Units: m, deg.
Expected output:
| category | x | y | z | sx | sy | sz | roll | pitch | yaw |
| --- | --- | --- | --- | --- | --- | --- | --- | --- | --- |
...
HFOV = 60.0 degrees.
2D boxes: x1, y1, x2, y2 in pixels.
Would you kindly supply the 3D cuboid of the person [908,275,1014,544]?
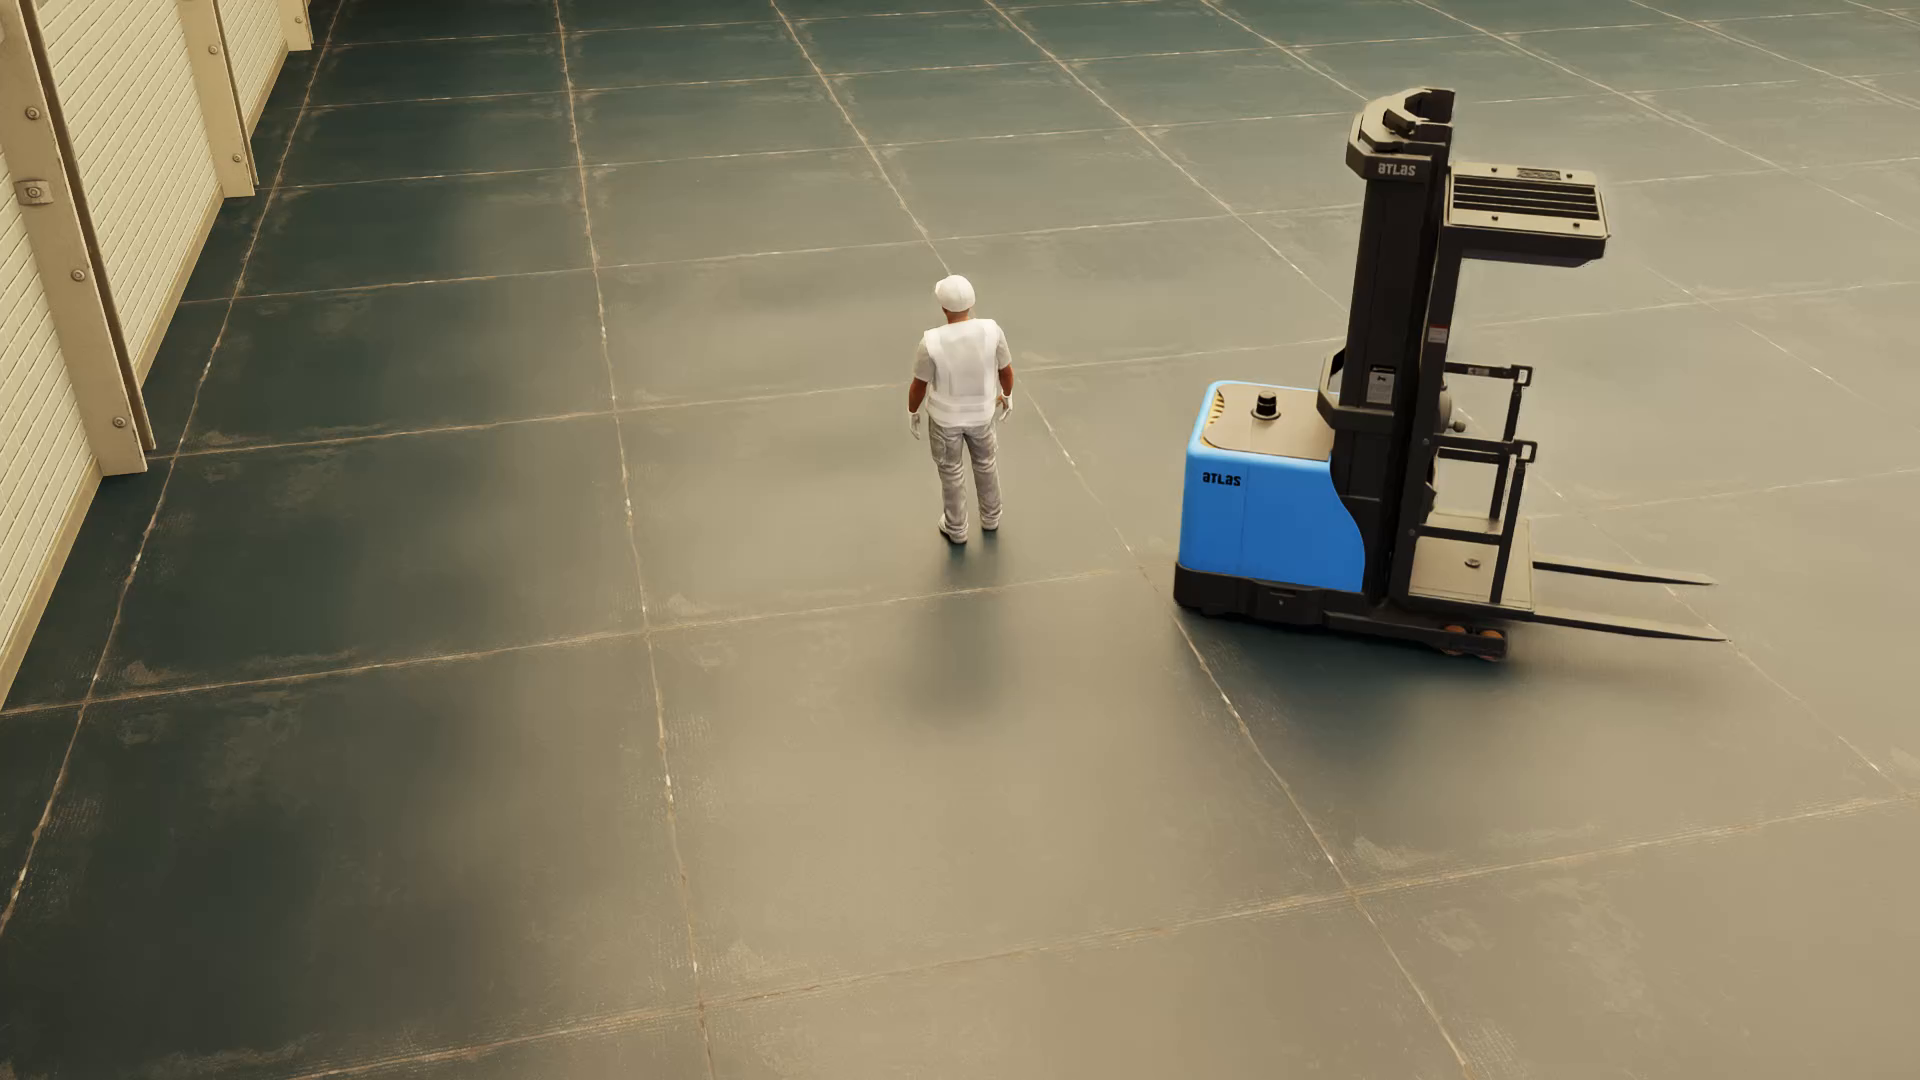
| category | x | y | z | sx | sy | sz | roll | pitch | yaw |
| --- | --- | --- | --- | --- | --- | --- | --- | --- | --- |
| person | -0.011 | -0.818 | 10.119 | 0.656 | 1.781 | 0.559 | -7 | 31 | -12 |
